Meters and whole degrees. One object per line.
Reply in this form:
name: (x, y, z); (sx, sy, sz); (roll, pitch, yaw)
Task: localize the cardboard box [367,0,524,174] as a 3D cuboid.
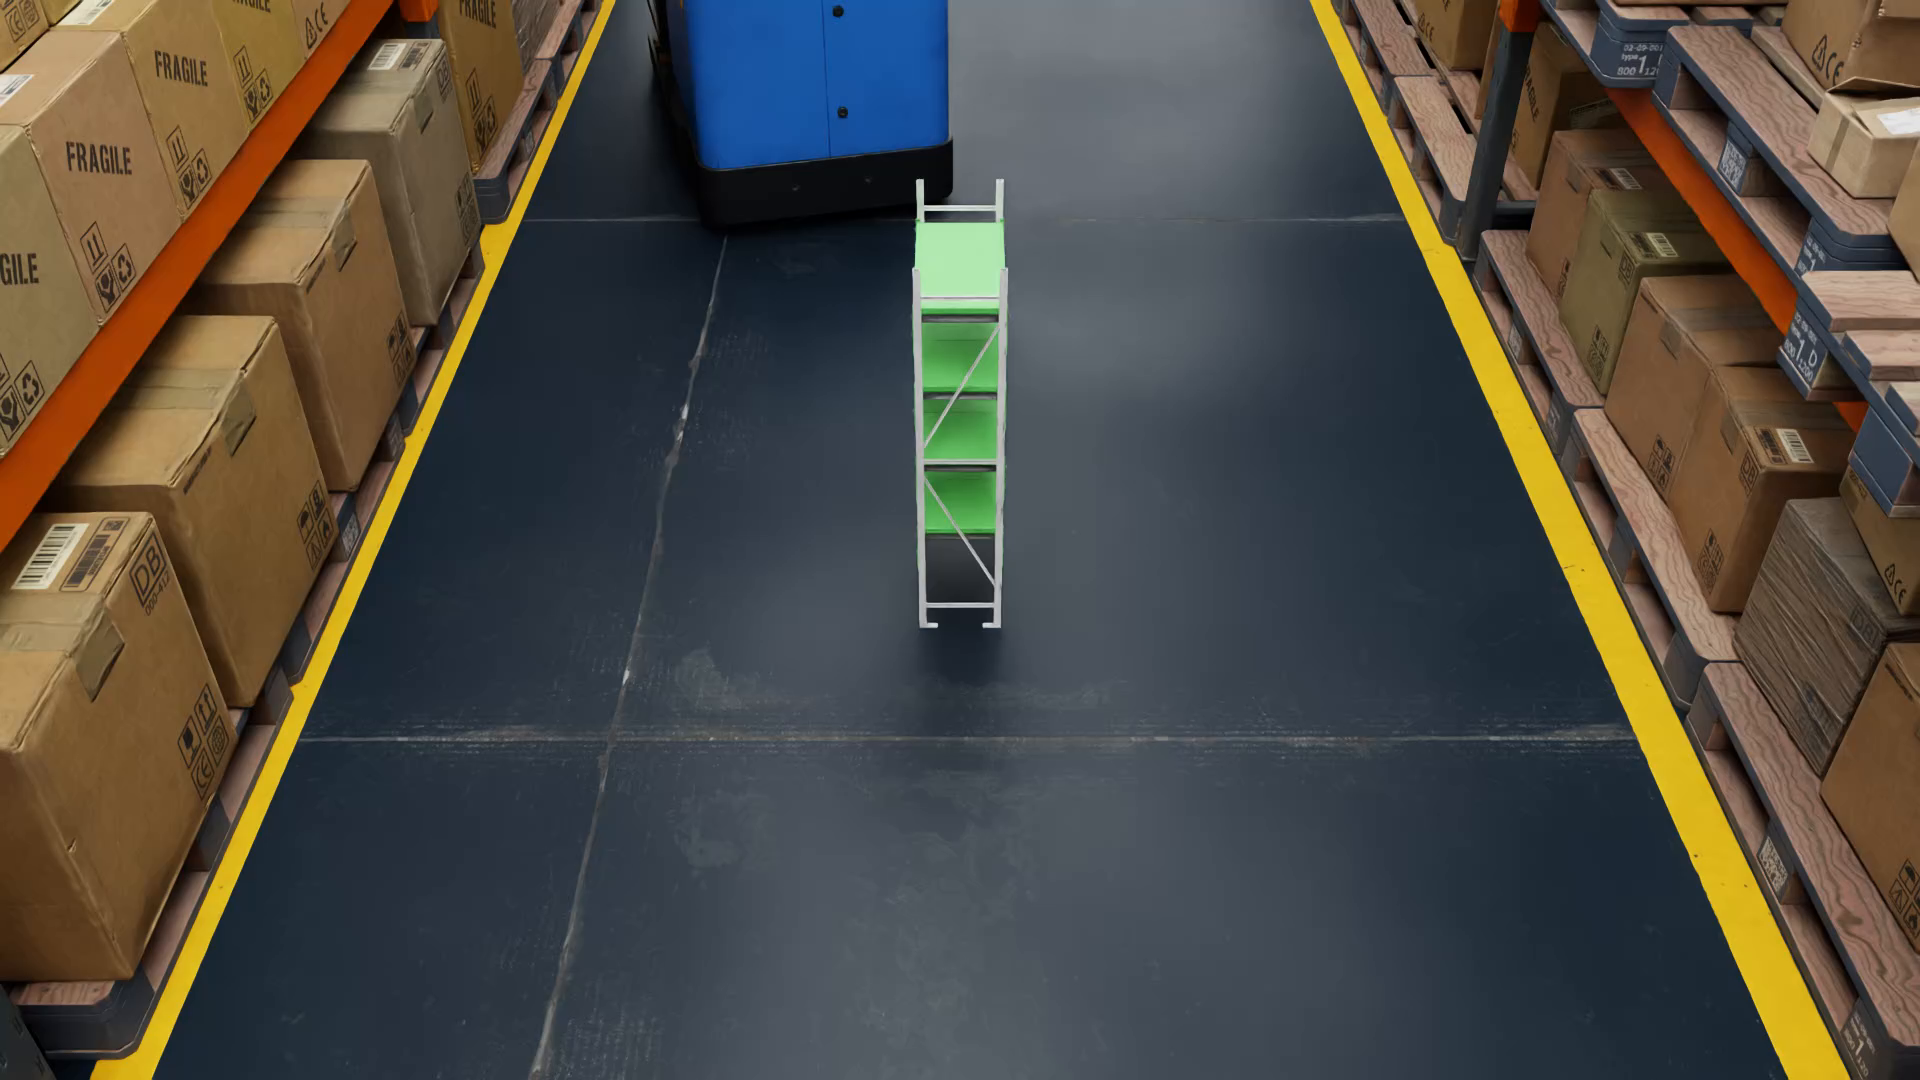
cardboard box: (-2.390, -2.102, 6.837); (0.875, 0.875, 0.875); (1, 39, 1)

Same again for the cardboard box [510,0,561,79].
cardboard box: (-2.394, -2.666, 7.541); (0.875, 0.875, 0.875); (0, 39, 0)

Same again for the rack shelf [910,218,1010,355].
rack shelf: (0.000, -0.689, 4.485); (0.258, 0.148, 0.480); (0, 39, 0)

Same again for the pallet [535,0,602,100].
pallet: (-2.386, -2.526, 8.233); (1.003, 0.211, 1.213); (0, 39, 0)

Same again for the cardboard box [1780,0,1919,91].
cardboard box: (2.596, -1.434, 4.223); (0.797, 0.503, 0.637); (4, 39, 5)

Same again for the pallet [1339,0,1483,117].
pallet: (2.461, -2.411, 8.090); (1.003, 0.211, 1.213); (0, 39, 0)

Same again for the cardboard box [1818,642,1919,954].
cardboard box: (2.485, 0.572, 3.785); (0.700, 0.500, 0.500); (-2, 39, -2)

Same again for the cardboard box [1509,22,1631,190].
cardboard box: (2.541, -1.753, 6.702); (0.500, 0.500, 0.500); (-1, 39, -1)

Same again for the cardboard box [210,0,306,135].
cardboard box: (-2.190, -1.455, 4.587); (0.500, 0.500, 0.500); (0, 39, 0)

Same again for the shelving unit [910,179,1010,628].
shelving unit: (0.000, -0.365, 4.746); (0.258, 1.200, 0.503); (0, 39, 0)

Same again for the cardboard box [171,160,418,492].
cardboard box: (-2.371, -0.668, 5.149); (1.050, 0.750, 0.750); (0, 39, 0)

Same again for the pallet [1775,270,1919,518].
pallet: (2.399, -0.183, 3.234); (1.213, 0.211, 1.003); (0, 39, 0)

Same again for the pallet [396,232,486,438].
pallet: (-2.383, -0.803, 6.083); (1.003, 0.211, 1.213); (0, 39, 0)

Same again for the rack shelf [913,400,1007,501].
rack shelf: (0.000, -0.315, 4.786); (0.258, 0.148, 0.480); (0, 39, 0)

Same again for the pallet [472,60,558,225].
pallet: (-2.381, -1.761, 7.279); (1.003, 0.211, 1.213); (0, 39, 0)

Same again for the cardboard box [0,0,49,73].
cardboard box: (-2.449, -1.219, 3.493); (0.700, 0.500, 0.500); (-1, 39, -1)

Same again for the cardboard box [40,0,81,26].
cardboard box: (-2.450, -1.539, 3.892); (0.700, 0.500, 0.500); (0, 39, 0)

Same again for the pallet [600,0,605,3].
pallet: (-2.384, -3.287, 9.183); (1.003, 0.211, 1.213); (0, 39, 0)

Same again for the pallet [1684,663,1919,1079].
pallet: (2.506, 0.787, 4.099); (1.003, 0.211, 1.213); (0, 39, 0)

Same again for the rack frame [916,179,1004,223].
rack frame: (0.000, -0.517, 4.936); (0.240, 1.200, 0.015); (0, 39, 0)

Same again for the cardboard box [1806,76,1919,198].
cardboard box: (2.234, -0.967, 3.829); (0.396, 0.266, 0.258); (-1, 39, -1)

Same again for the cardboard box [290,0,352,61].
cardboard box: (-2.190, -1.771, 4.981); (0.500, 0.500, 0.500); (0, 39, -1)

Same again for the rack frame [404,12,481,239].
rack frame: (-2.459, -2.374, 5.813); (1.000, 3.000, 0.127); (0, 39, 0)

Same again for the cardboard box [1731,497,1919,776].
cardboard box: (2.472, 0.225, 4.217); (0.700, 0.500, 0.500); (-3, 39, -4)

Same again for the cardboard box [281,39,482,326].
cardboard box: (-2.368, -1.272, 5.901); (1.050, 0.750, 0.750); (0, 39, 0)

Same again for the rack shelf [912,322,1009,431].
rack shelf: (0.000, -0.502, 4.635); (0.258, 0.148, 0.480); (0, 39, 0)

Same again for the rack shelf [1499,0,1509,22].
rack shelf: (2.499, -3.284, 7.525); (1.077, 0.370, 4.000); (0, 39, 0)

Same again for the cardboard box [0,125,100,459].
cardboard box: (-2.188, -0.510, 3.408); (0.500, 0.500, 0.500); (0, 39, 0)

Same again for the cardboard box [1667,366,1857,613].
cardboard box: (2.464, -0.129, 4.660); (0.700, 0.500, 0.500); (3, 39, 4)

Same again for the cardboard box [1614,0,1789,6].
cardboard box: (2.362, -2.215, 4.800); (1.000, 1.000, 1.000); (0, 39, 0)

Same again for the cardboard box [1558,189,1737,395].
cardboard box: (2.462, -0.828, 5.532); (0.700, 0.500, 0.500); (0, 39, 0)

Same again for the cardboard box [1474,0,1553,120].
cardboard box: (2.533, -2.111, 7.149); (0.500, 0.500, 0.500); (12, 40, 14)

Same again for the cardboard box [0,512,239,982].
cardboard box: (-2.365, 0.461, 3.740); (1.050, 0.750, 0.750); (-1, 39, -1)

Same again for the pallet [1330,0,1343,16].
pallet: (2.462, -3.172, 9.039); (1.003, 0.211, 1.213); (0, 39, 0)

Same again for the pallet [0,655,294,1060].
pallet: (-2.380, 0.723, 4.179); (1.003, 0.211, 1.213); (0, 39, 0)

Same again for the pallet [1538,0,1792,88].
pallet: (2.357, -1.761, 5.202); (1.003, 0.211, 1.213); (0, 39, 0)

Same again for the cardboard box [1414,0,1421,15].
cardboard box: (2.497, -2.848, 8.069); (0.500, 0.500, 0.500); (3, 39, 4)

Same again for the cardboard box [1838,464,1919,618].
cardboard box: (2.464, -0.052, 3.964); (0.500, 0.250, 0.500); (4, 39, 5)

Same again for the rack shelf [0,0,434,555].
rack shelf: (-2.456, -0.842, 4.478); (1.077, 0.370, 4.000); (0, 39, 0)

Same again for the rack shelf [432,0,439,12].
rack shelf: (-2.461, -3.344, 7.599); (1.077, 0.370, 4.000); (0, 39, 0)

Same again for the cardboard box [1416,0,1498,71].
cardboard box: (2.453, -2.499, 7.633); (0.500, 0.500, 0.500); (-3, 39, -4)

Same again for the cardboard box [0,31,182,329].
cardboard box: (-2.188, -0.826, 3.802); (0.500, 0.500, 0.500); (0, 39, 0)

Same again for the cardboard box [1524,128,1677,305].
cardboard box: (2.481, -1.126, 5.904); (0.700, 0.500, 0.500); (-3, 39, -4)

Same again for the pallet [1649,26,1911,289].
pallet: (2.463, -0.976, 4.222); (1.003, 0.211, 1.213); (0, 39, 0)

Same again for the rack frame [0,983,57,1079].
rack frame: (-2.451, 0.128, 2.692); (0.949, 2.616, 0.053); (0, 39, 0)

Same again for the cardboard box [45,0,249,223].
cardboard box: (-2.187, -1.137, 4.190); (0.500, 0.500, 0.500); (0, 39, -1)

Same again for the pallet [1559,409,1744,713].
pallet: (2.508, 0.026, 5.049); (1.003, 0.211, 1.213); (0, 39, 0)

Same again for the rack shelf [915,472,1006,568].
rack shelf: (0.000, -0.128, 4.936); (0.258, 0.148, 0.480); (0, 39, 0)

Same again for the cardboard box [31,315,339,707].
cardboard box: (-2.369, -0.086, 4.422); (1.050, 0.750, 0.750); (1, 39, 1)

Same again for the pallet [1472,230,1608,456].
pallet: (2.504, -0.739, 6.004); (1.003, 0.211, 1.213); (0, 39, 0)

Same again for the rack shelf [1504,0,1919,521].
rack shelf: (2.504, -0.783, 4.403); (1.077, 0.370, 4.000); (0, 39, 0)

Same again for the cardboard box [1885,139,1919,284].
cardboard box: (2.365, -0.702, 3.312); (0.700, 0.500, 0.500); (5, 39, 7)

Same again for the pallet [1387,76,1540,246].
pallet: (2.465, -1.646, 7.135); (1.003, 0.211, 1.213); (0, 39, 0)

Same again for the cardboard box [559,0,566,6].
cardboard box: (-2.393, -3.236, 8.252); (0.875, 0.875, 0.875); (-1, 39, -1)

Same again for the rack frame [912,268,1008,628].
rack frame: (0.000, -0.212, 4.555); (0.240, 1.200, 0.015); (0, 39, 0)

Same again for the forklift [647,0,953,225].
forklift: (-0.886, -3.345, 7.081); (1.130, 2.935, 3.031); (-9, 40, -11)

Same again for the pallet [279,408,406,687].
pallet: (-2.378, -0.038, 5.129); (1.003, 0.211, 1.213); (0, 39, 0)

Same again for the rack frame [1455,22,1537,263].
rack frame: (2.501, -2.314, 5.739); (1.000, 3.000, 0.127); (0, 39, 0)

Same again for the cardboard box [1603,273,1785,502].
cardboard box: (2.463, -0.478, 5.095); (0.700, 0.500, 0.500); (-3, 39, -4)
